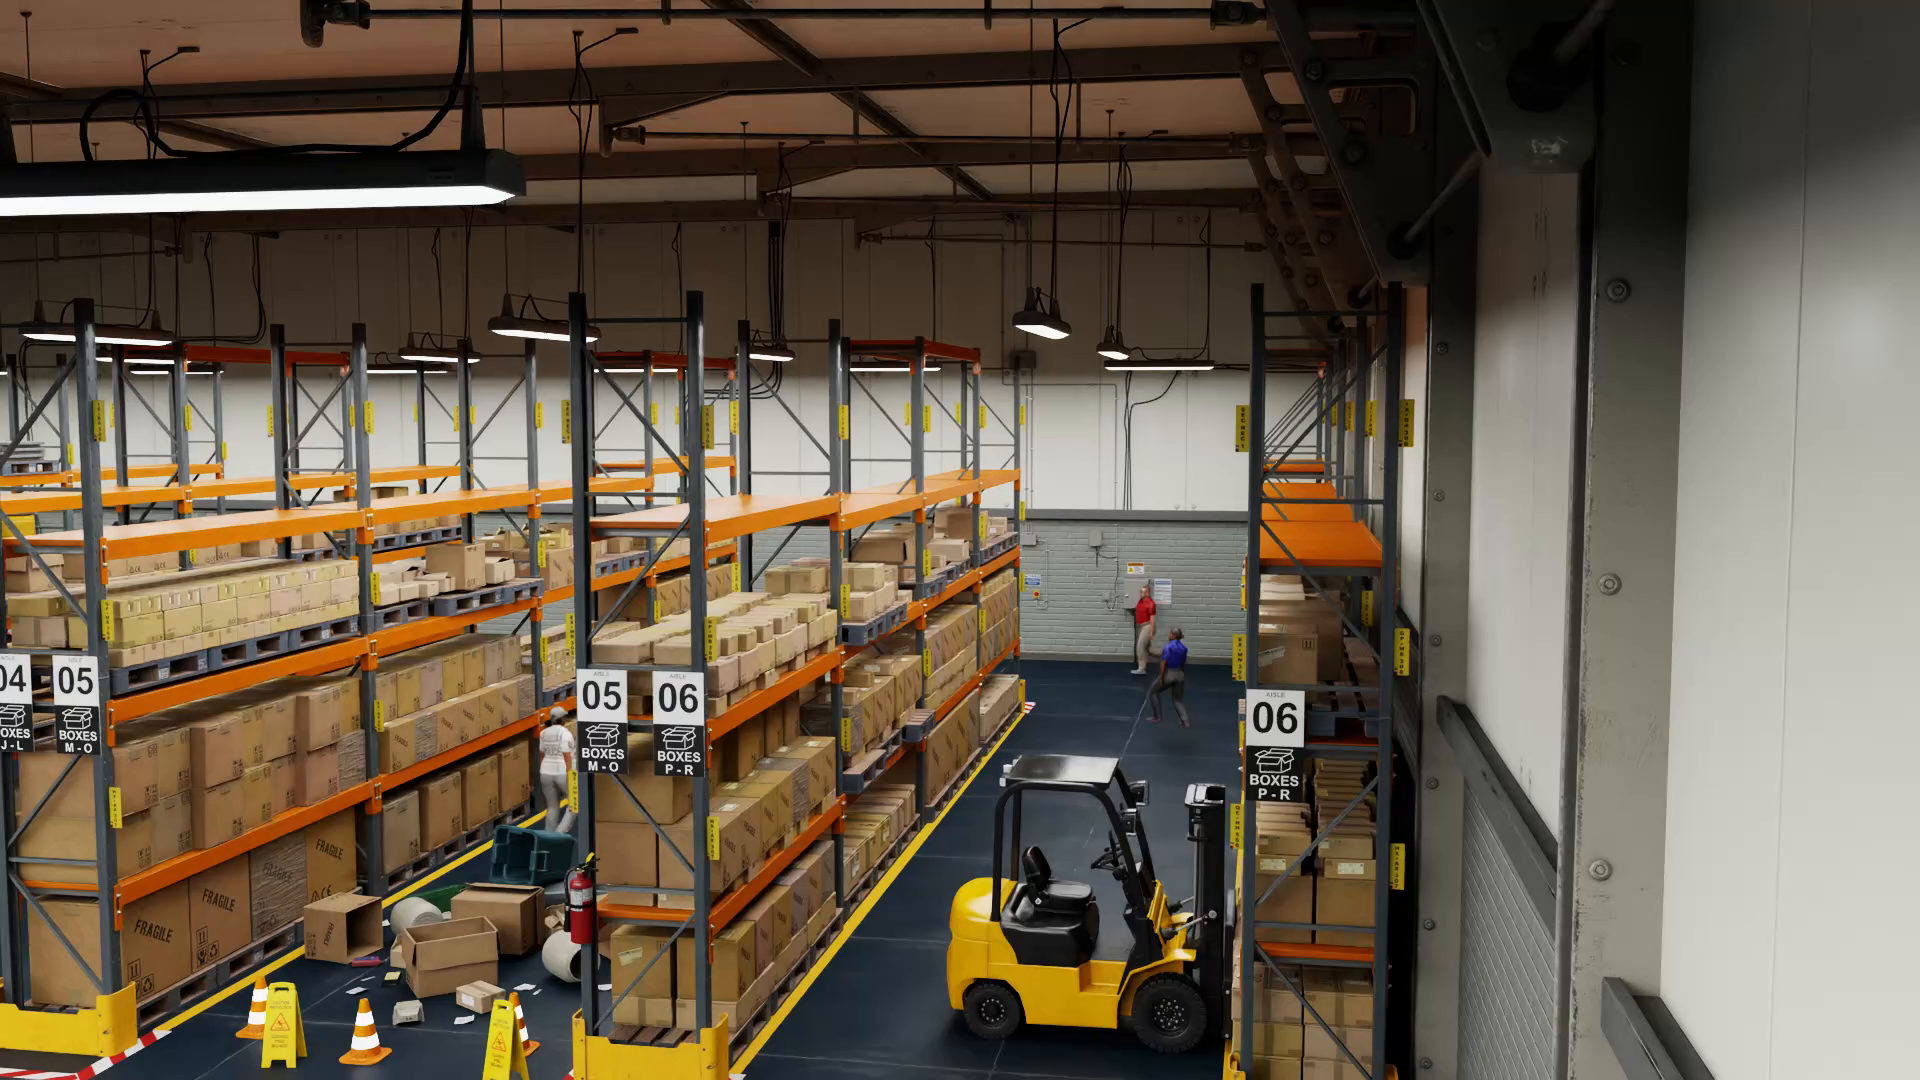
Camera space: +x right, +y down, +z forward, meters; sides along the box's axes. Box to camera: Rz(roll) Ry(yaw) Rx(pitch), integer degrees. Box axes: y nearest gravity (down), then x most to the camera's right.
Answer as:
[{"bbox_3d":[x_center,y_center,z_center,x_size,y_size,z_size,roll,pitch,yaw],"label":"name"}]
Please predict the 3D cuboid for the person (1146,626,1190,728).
[{"bbox_3d":[3.252,2.083,25.499,0.486,1.523,0.843,-2,5,-24],"label":"person"}]

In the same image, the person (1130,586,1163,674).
[{"bbox_3d":[3.664,1.721,32.123,0.825,1.691,0.533,-1,5,-10],"label":"person"}]

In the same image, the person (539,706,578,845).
[{"bbox_3d":[-4.684,2.773,19.426,0.545,1.653,0.486,2,5,20],"label":"person"}]
